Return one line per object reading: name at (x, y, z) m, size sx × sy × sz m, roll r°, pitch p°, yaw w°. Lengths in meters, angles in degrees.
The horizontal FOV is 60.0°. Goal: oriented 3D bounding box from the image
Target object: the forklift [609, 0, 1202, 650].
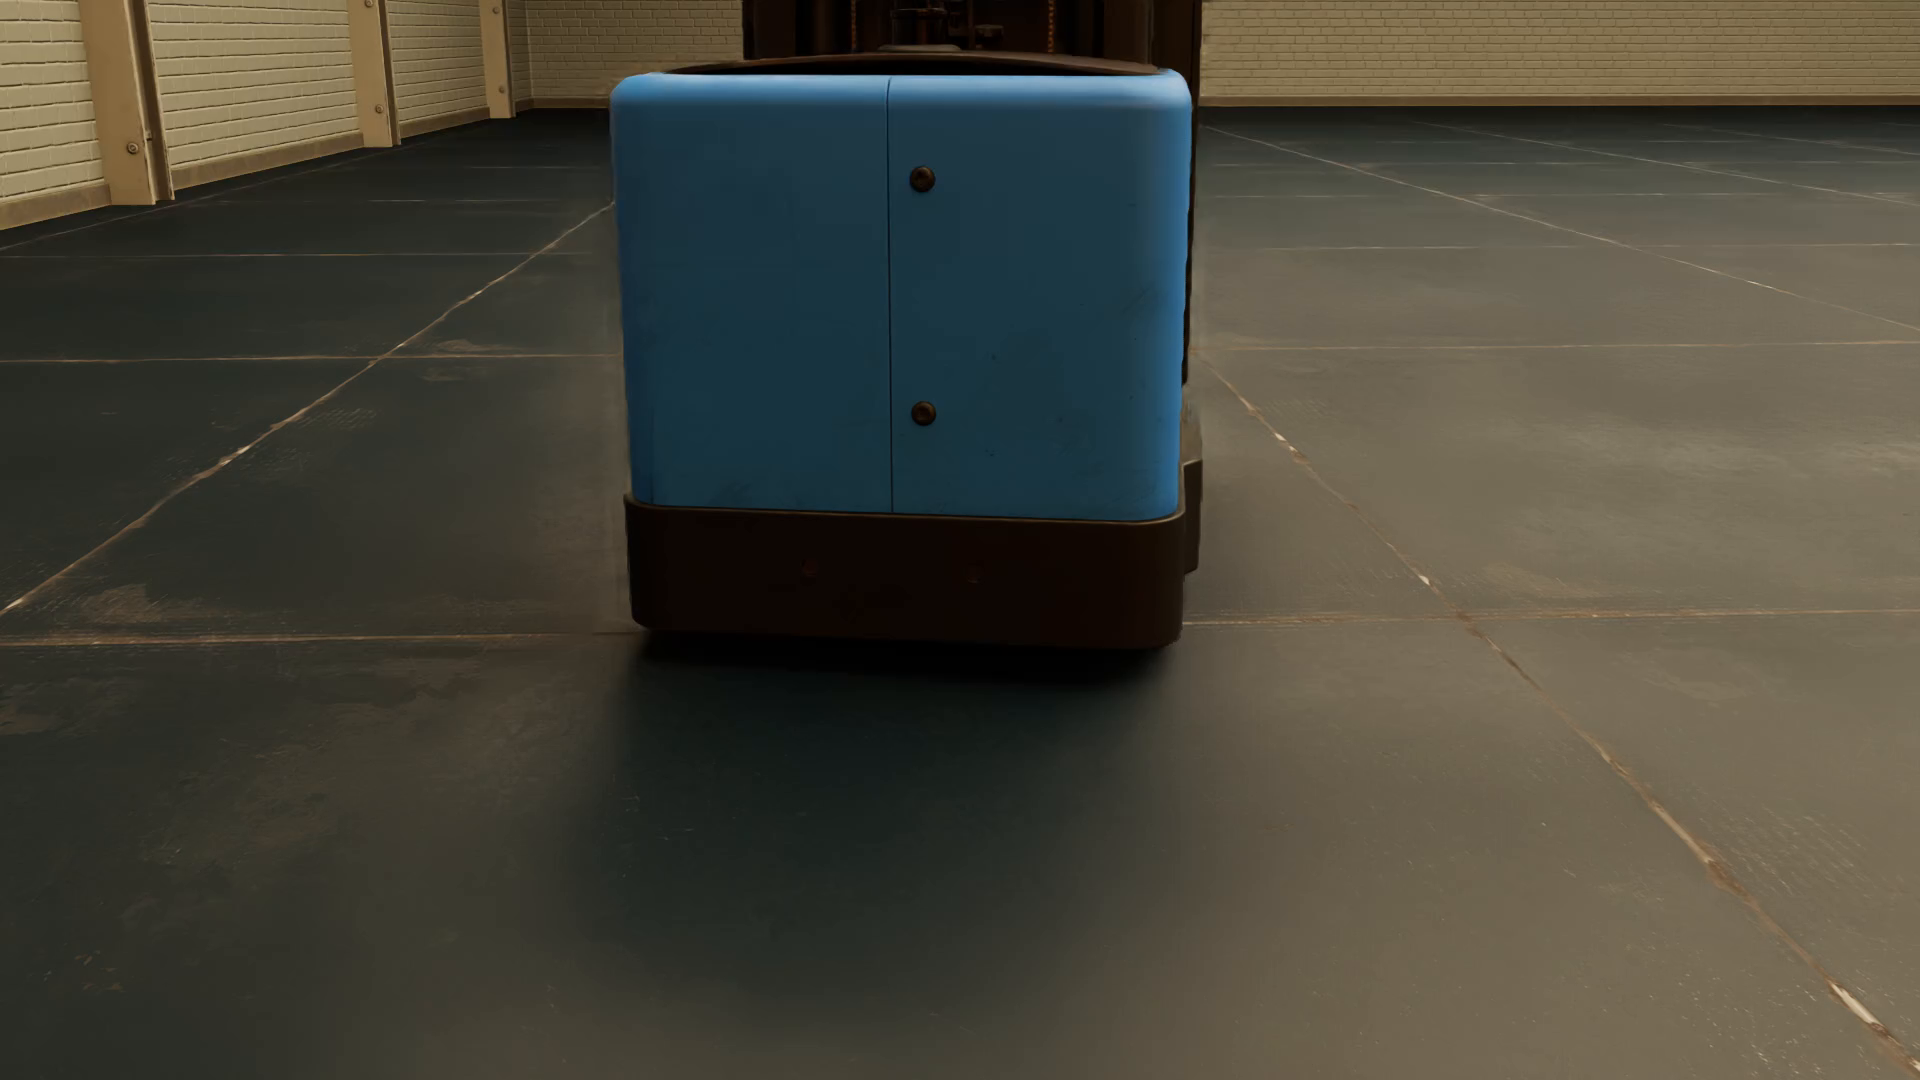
forklift at (0.055, -1.587, 4.094) m, size 1.130 × 2.935 × 3.031 m, roll 2°, pitch 17°, yaw 6°
